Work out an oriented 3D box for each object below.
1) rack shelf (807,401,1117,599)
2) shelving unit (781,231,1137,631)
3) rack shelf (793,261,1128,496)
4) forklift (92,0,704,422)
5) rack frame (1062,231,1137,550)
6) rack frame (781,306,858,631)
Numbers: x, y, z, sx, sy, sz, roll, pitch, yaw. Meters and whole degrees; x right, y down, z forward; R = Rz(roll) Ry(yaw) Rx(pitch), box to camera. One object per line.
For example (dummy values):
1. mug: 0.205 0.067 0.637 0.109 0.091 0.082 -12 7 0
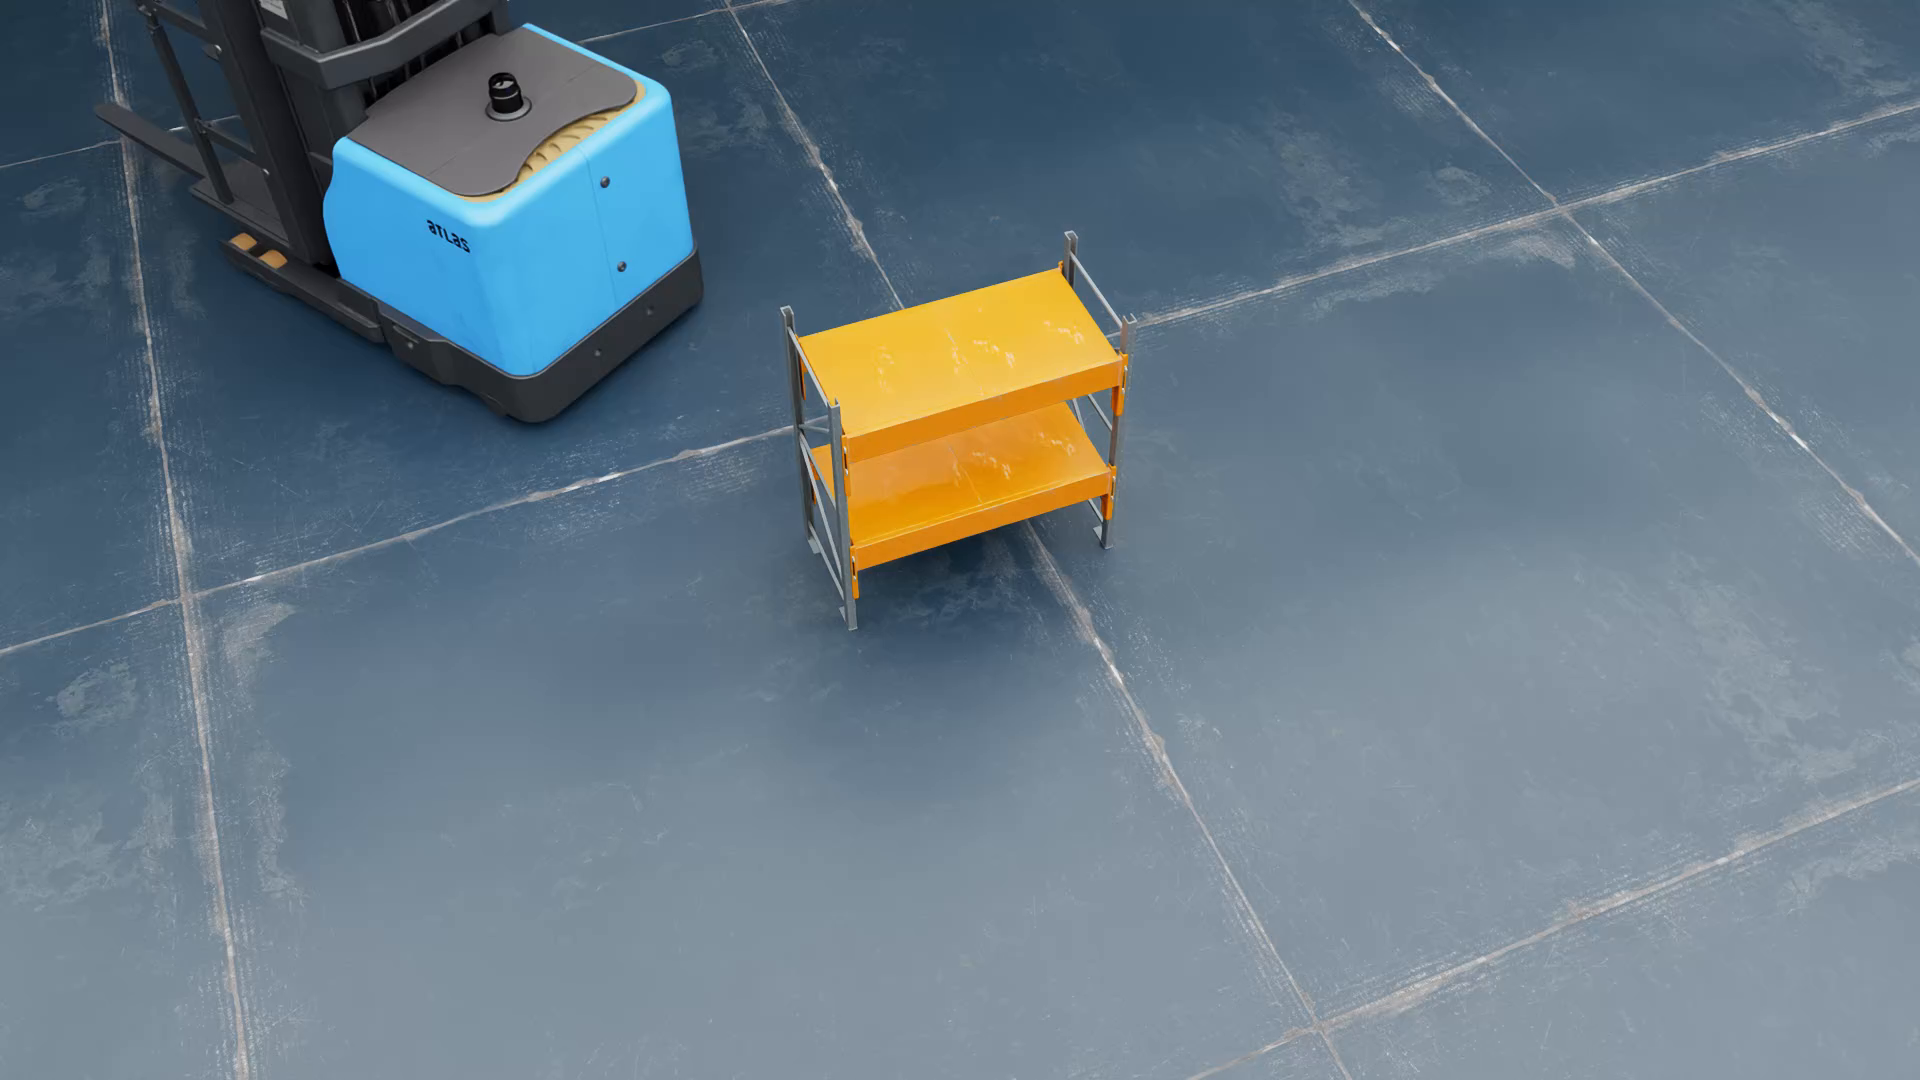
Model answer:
1. rack shelf: -0.006 -0.205 6.007 1.000 0.278 0.538 -17 52 -14
2. shelving unit: -0.006 -0.365 5.822 1.048 1.125 0.538 -17 52 -14
3. rack shelf: -0.006 -0.555 5.600 1.000 0.278 0.538 -17 52 -14
4. forklift: -2.580 -2.333 6.322 3.031 2.935 1.130 29 55 22
5. rack frame: 0.464 -0.510 5.947 0.032 1.125 0.500 -17 52 -14
6. rack frame: -0.477 -0.219 5.696 0.032 1.125 0.500 -17 52 -14
